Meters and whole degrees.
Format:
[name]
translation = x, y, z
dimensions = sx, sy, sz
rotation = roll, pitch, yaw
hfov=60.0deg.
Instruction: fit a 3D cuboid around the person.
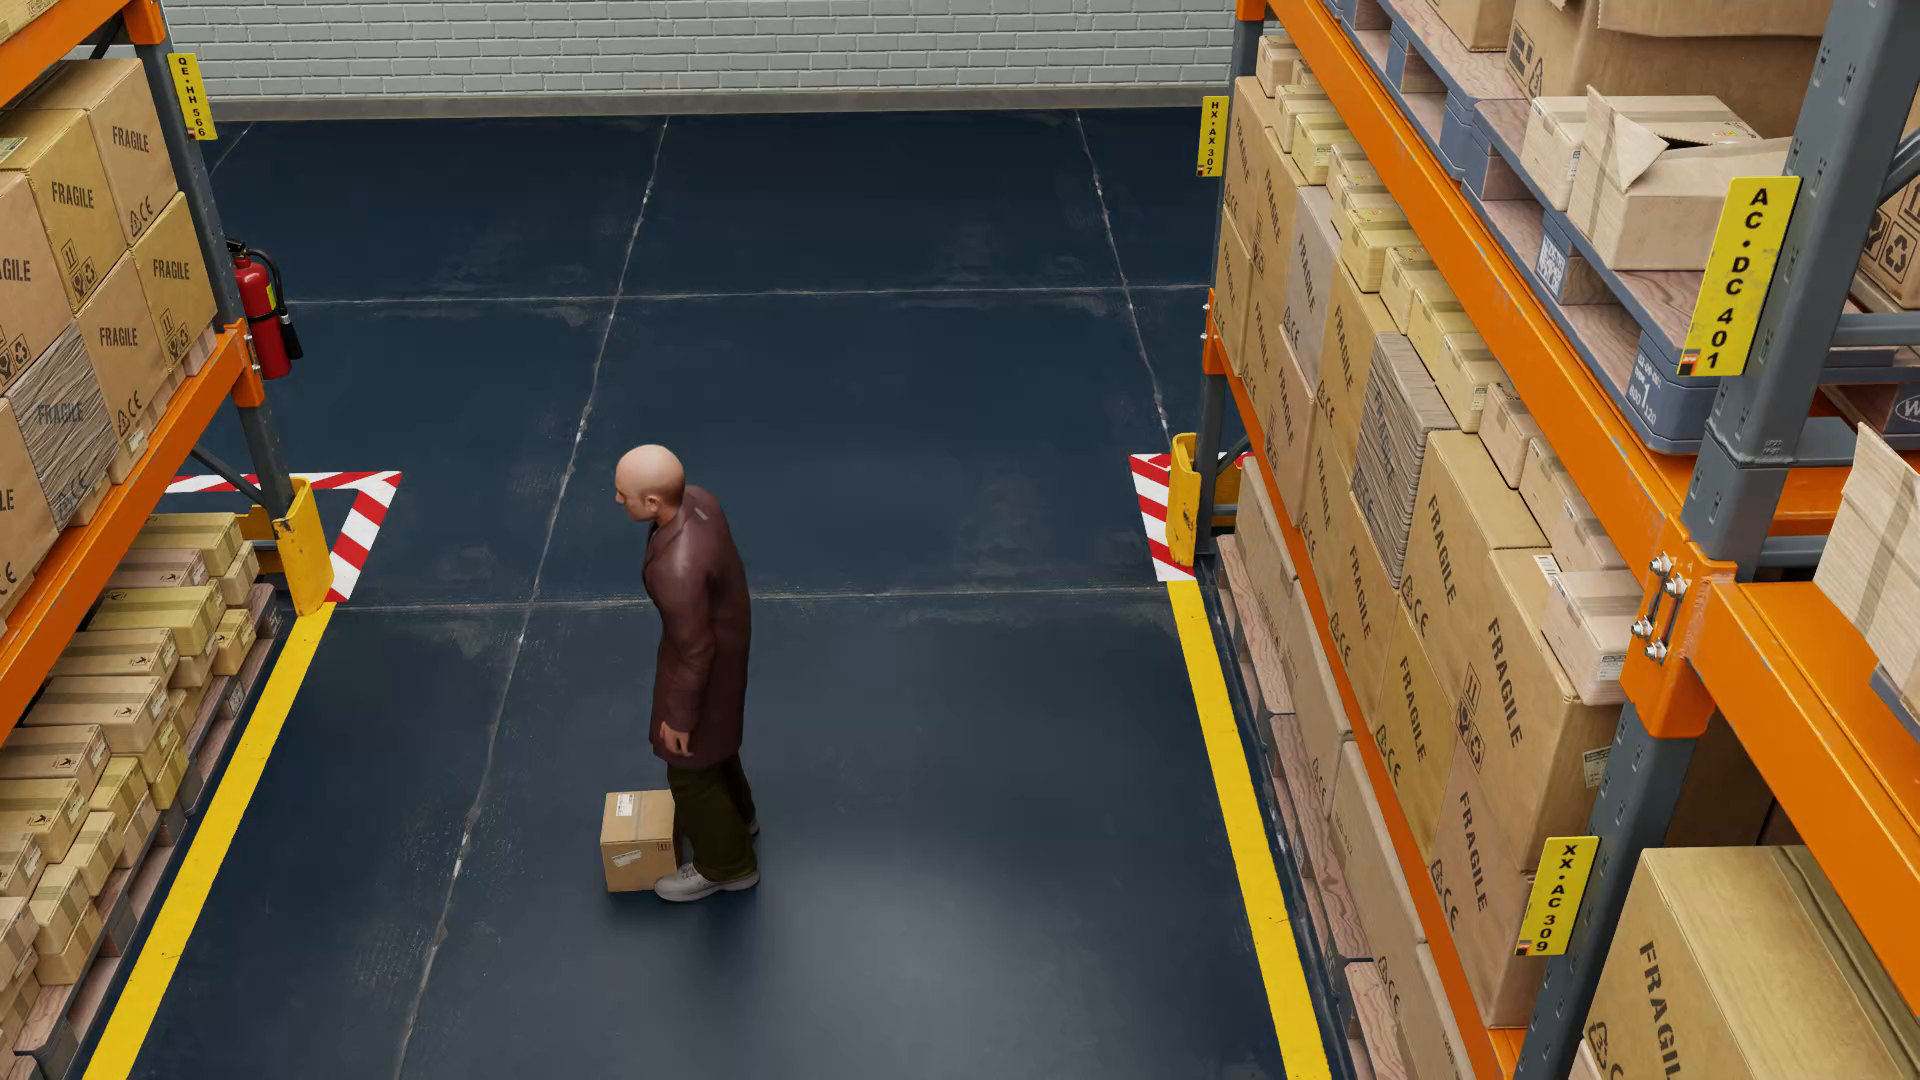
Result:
[person]
translation = -0.887, 0.439, 5.525
dimensions = 0.419, 1.774, 0.645
rotation = -2, 35, -3
